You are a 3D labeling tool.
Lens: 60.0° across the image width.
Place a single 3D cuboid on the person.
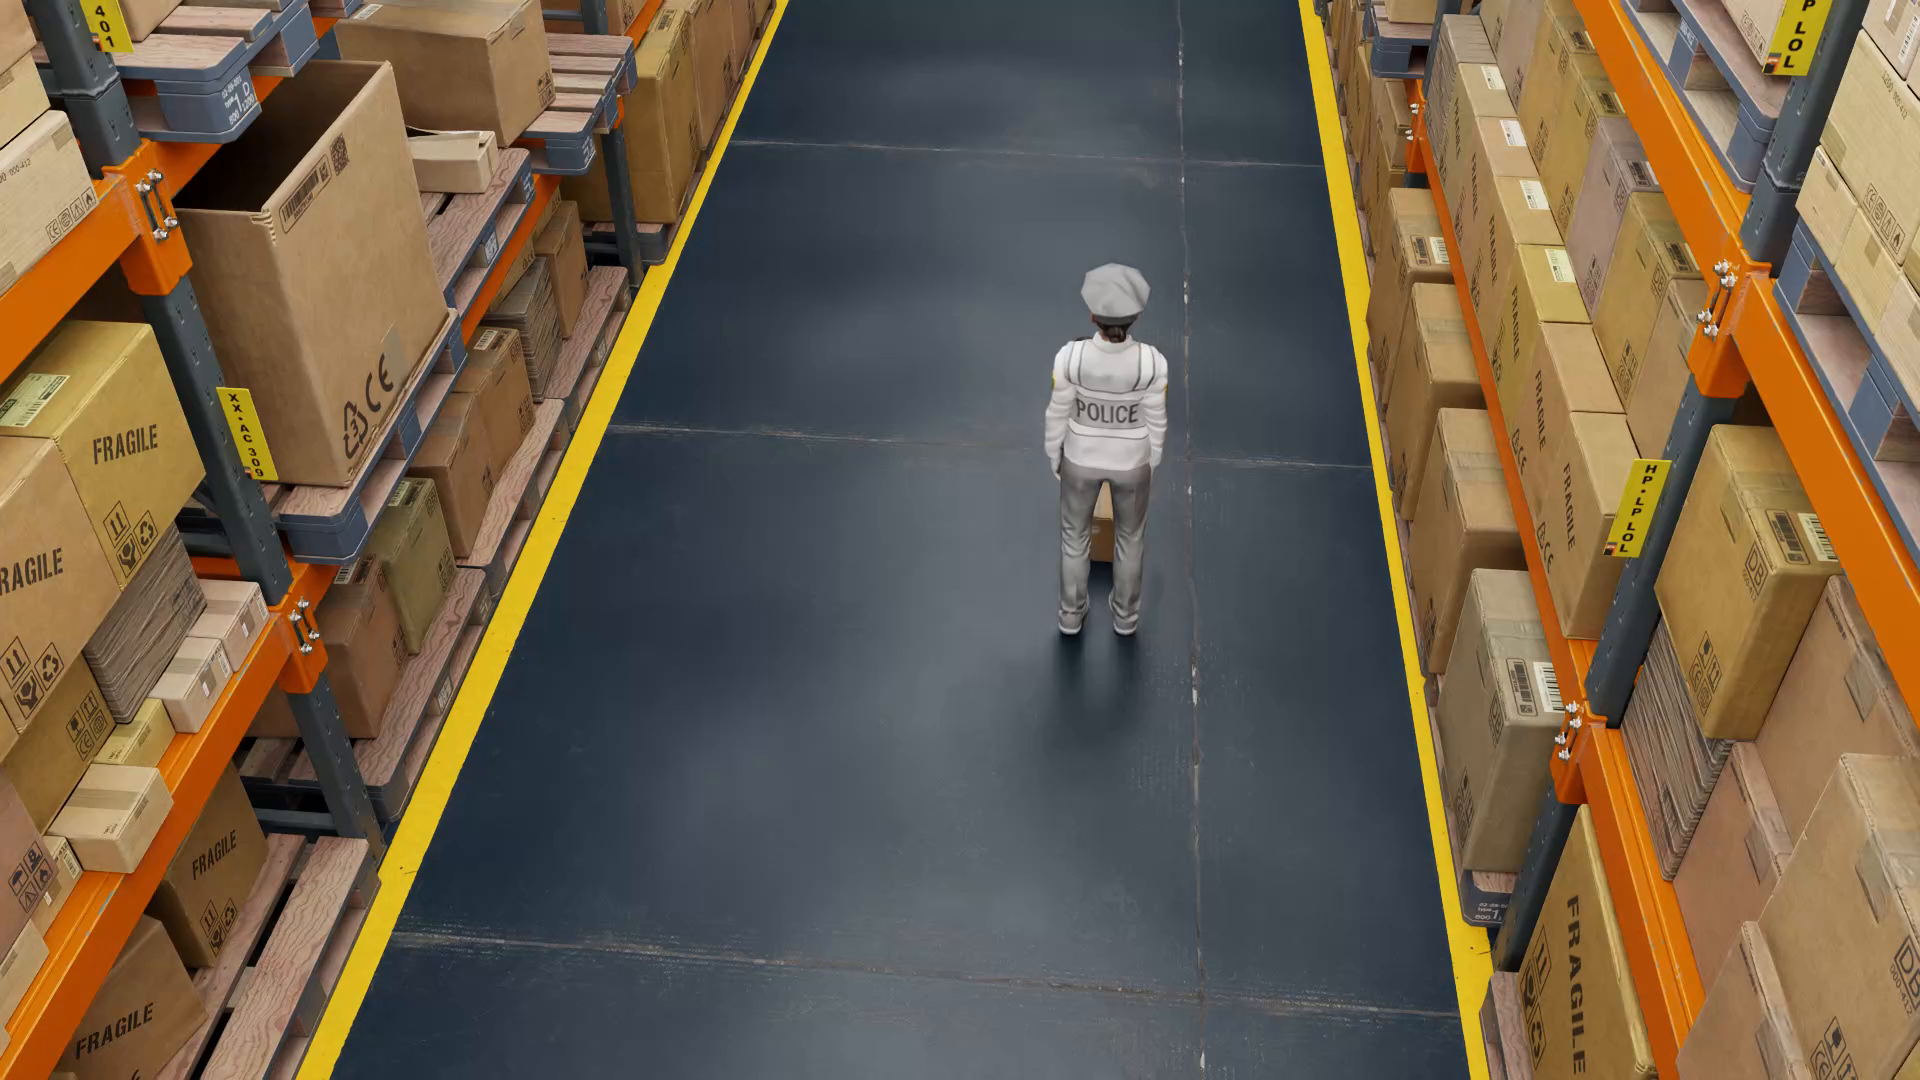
[{"bbox_3d":[0.562,-0.323,6.530,0.465,1.680,0.340,4,40,5],"label":"person"}]
